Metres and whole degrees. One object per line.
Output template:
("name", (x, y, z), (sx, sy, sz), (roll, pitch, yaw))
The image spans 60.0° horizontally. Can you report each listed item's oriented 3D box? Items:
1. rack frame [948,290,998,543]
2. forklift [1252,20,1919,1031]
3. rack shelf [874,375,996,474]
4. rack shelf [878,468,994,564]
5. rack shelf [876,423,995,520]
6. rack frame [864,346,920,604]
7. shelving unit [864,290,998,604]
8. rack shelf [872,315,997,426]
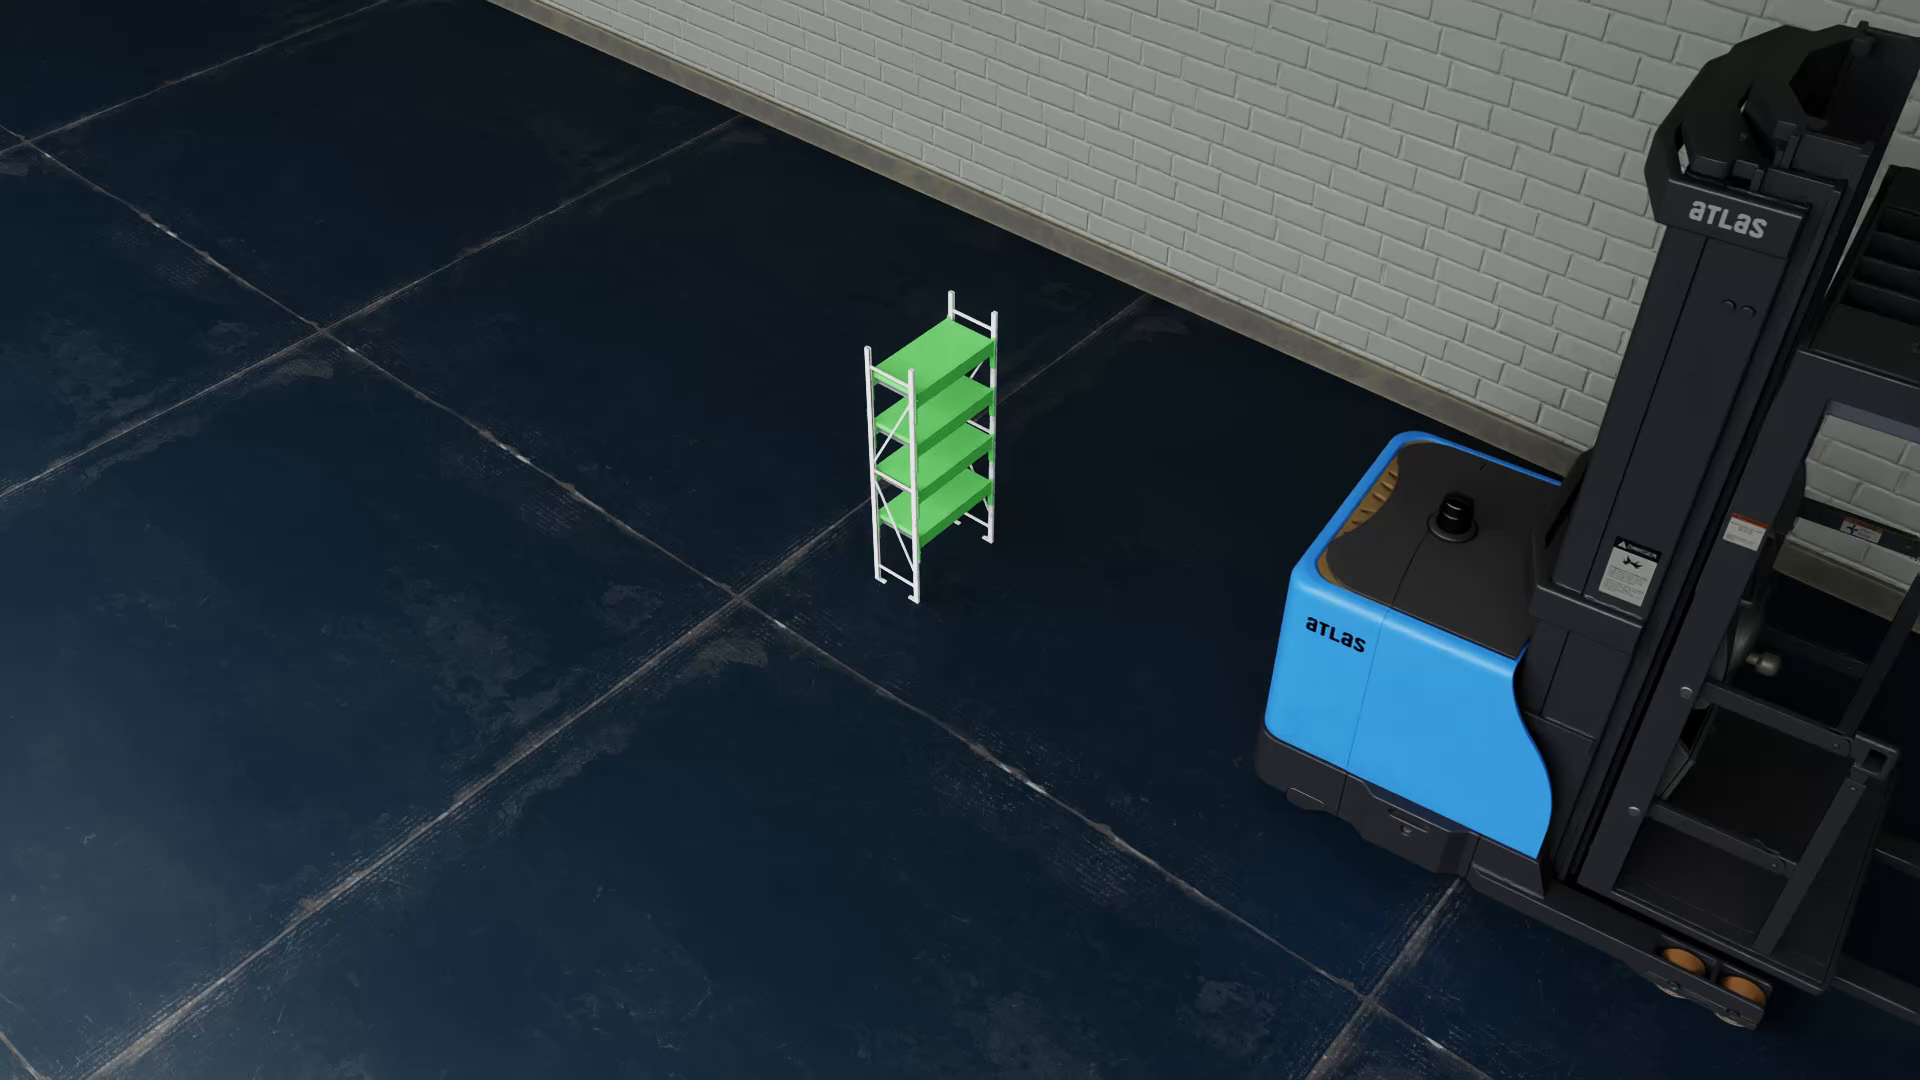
("rack frame", (0.051, -0.484, 6.891), (0.240, 1.200, 0.015), (29, 50, 28))
("forklift", (2.603, 0.106, 4.955), (3.031, 2.935, 1.130), (24, 48, 24))
("rack shelf", (-0.107, -0.489, 6.634), (0.258, 0.148, 0.480), (29, 50, 28))
("rack shelf", (-0.107, -0.134, 6.957), (0.258, 0.148, 0.480), (29, 50, 28))
("rack shelf", (-0.107, -0.311, 6.796), (0.258, 0.148, 0.480), (29, 50, 28))
("rack frame", (-0.264, -0.233, 6.614), (0.240, 1.200, 0.015), (29, 50, 28))
("shelving unit", (-0.107, -0.359, 6.753), (0.258, 1.200, 0.503), (29, 50, 28))
("rack shelf", (-0.107, -0.667, 6.473), (0.258, 0.148, 0.480), (29, 50, 28))
